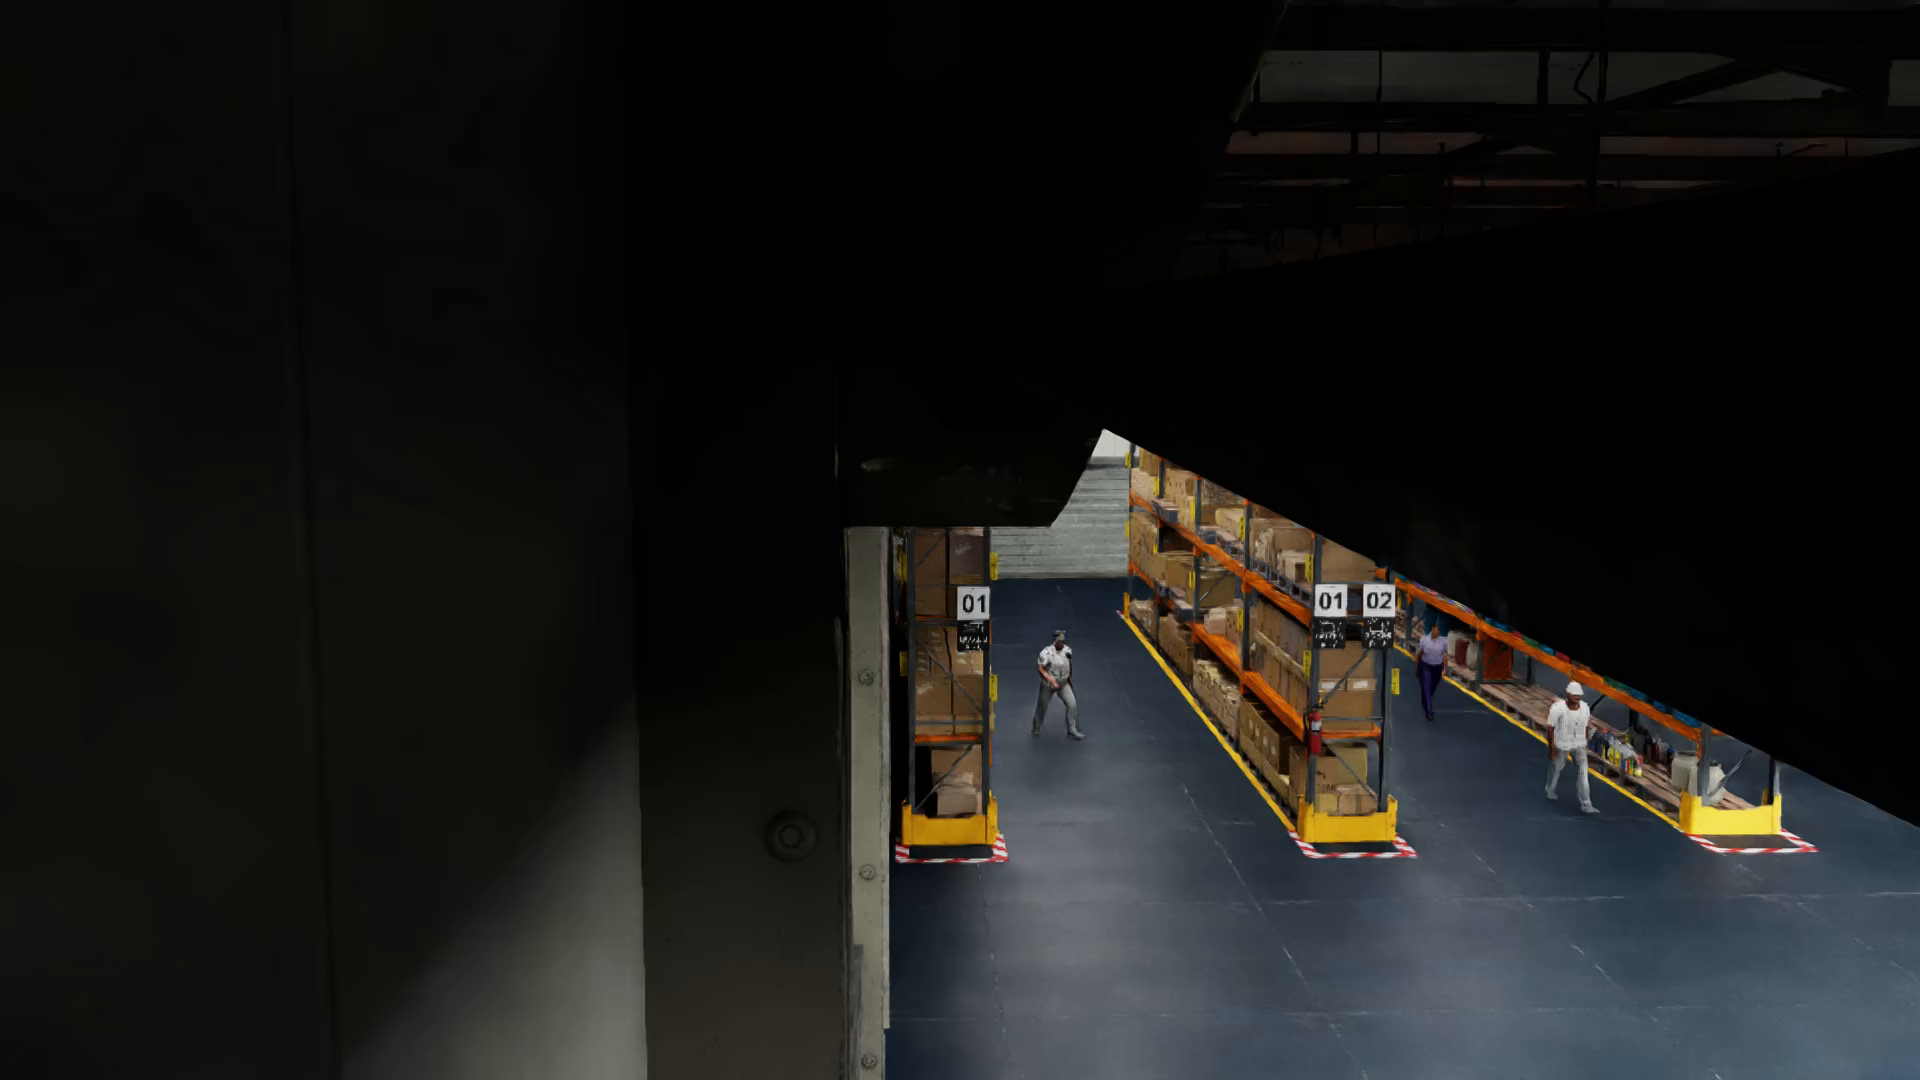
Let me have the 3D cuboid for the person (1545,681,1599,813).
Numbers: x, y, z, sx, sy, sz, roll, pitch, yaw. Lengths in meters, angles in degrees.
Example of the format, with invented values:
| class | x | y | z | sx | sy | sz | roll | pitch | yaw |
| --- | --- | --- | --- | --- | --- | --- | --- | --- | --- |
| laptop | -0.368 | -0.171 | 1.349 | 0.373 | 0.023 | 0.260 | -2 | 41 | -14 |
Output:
| class | x | y | z | sx | sy | sz | roll | pitch | yaw |
| --- | --- | --- | --- | --- | --- | --- | --- | --- | --- |
| person | 8.021 | 2.683 | 21.881 | 0.579 | 1.688 | 1.108 | 0 | 7 | 0 |

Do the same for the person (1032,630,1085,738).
| class | x | y | z | sx | sy | sz | roll | pitch | yaw |
| --- | --- | --- | --- | --- | --- | --- | --- | --- | --- |
| person | 1.487 | 2.196 | 25.715 | 0.700 | 1.690 | 0.863 | -2 | 8 | -19 |

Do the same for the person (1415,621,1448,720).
| class | x | y | z | sx | sy | sz | roll | pitch | yaw |
| --- | --- | --- | --- | --- | --- | --- | --- | --- | --- |
| person | 7.684 | 2.085 | 27.039 | 0.478 | 1.567 | 1.093 | -1 | 7 | -5 |
